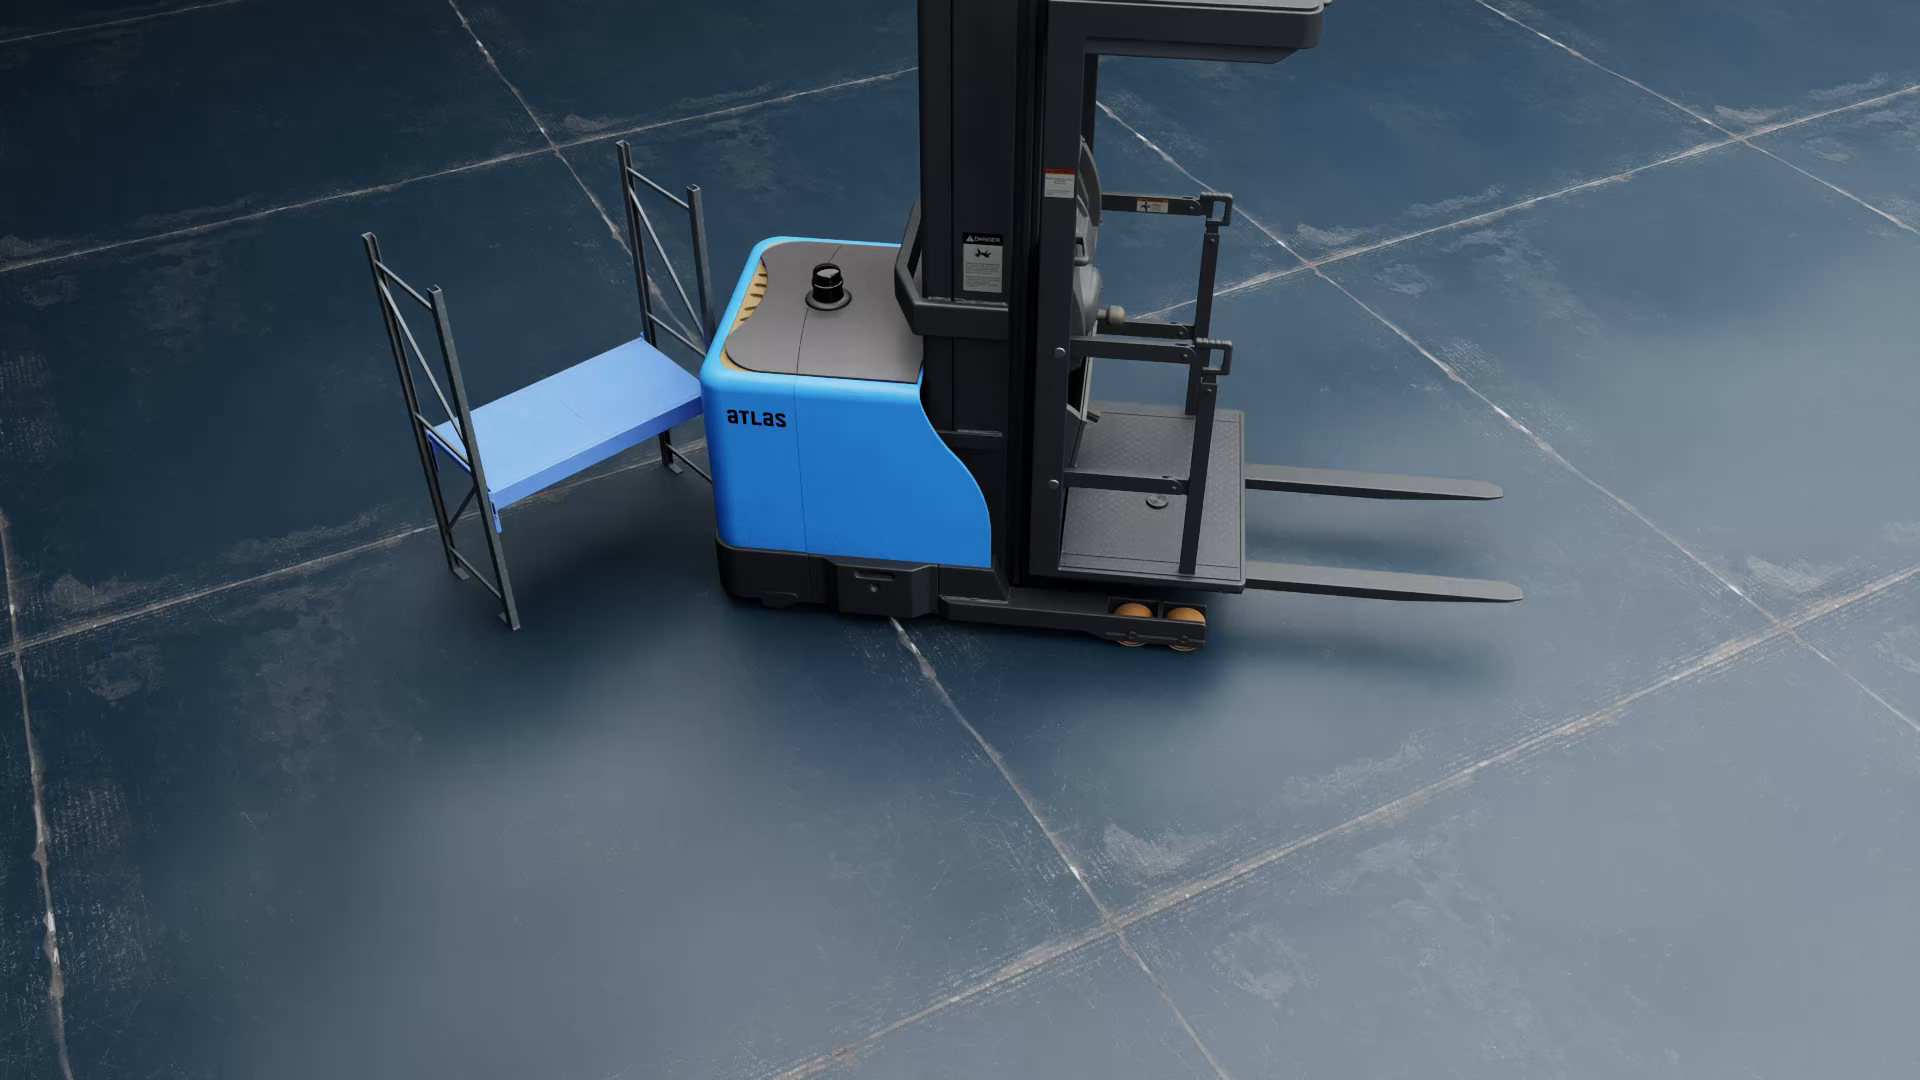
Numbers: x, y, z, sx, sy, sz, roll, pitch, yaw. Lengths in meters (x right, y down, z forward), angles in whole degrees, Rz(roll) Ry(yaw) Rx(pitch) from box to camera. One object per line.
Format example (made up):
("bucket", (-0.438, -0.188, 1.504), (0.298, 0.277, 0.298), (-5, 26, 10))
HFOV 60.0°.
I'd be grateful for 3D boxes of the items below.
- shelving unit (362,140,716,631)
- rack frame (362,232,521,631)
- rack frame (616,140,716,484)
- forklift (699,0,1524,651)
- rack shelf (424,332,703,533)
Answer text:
("shelving unit", (-1.478, -0.570, 6.263), (1.048, 1.500, 0.538), (-30, 49, -31))
("rack frame", (-1.857, -0.351, 6.004), (0.032, 1.500, 0.500), (-30, 49, -31))
("rack frame", (-1.100, -0.789, 6.521), (0.032, 1.500, 0.500), (-30, 49, -31))
("forklift", (0.626, -1.068, 5.743), (3.031, 2.935, 1.130), (5, 40, 5))
("rack shelf", (-1.478, -0.433, 6.379), (1.000, 0.185, 0.538), (-30, 49, -31))
